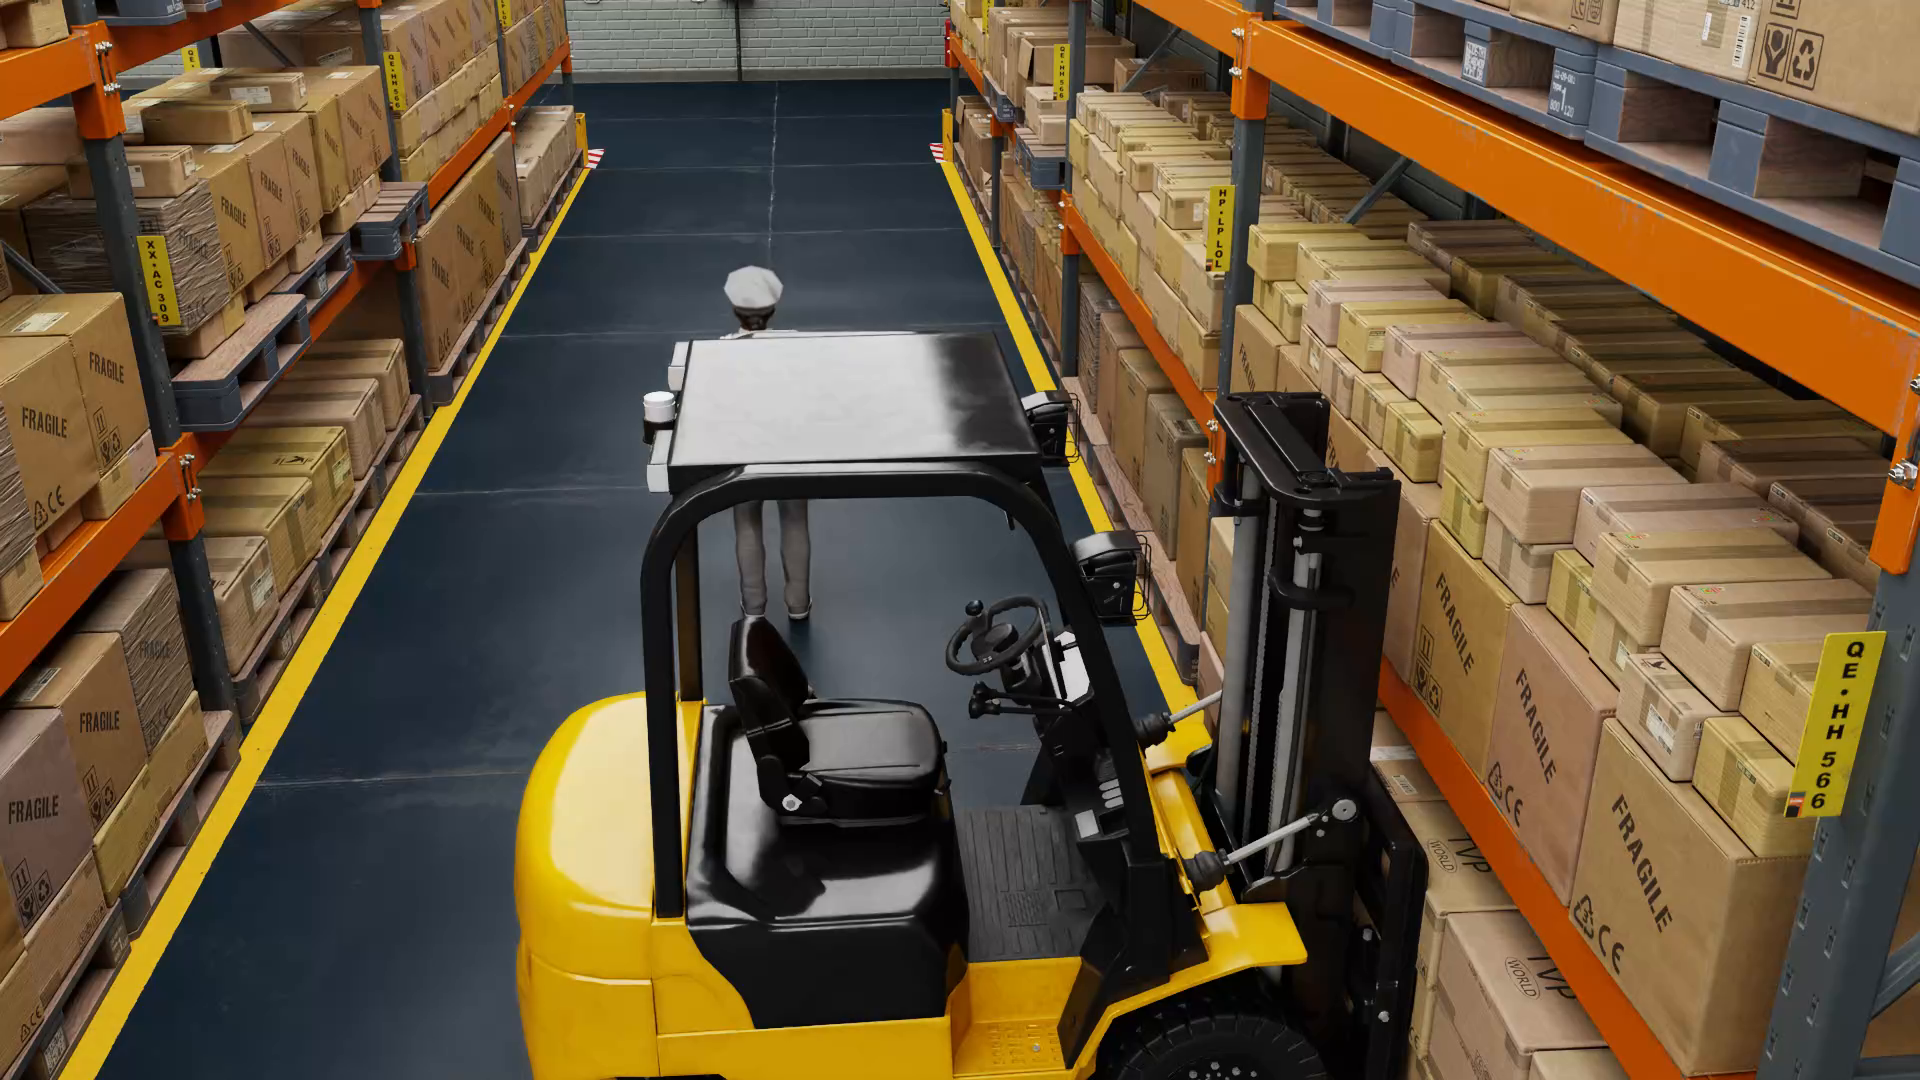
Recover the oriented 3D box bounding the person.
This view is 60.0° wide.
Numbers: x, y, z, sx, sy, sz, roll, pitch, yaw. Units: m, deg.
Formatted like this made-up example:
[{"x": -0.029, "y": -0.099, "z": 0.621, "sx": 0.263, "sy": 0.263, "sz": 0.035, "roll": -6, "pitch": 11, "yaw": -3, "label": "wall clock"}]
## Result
[{"x": -0.877, "y": -0.435, "z": 7.552, "sx": 0.450, "sy": 1.688, "sz": 0.539, "roll": -2, "pitch": 24, "yaw": -4, "label": "person"}]
